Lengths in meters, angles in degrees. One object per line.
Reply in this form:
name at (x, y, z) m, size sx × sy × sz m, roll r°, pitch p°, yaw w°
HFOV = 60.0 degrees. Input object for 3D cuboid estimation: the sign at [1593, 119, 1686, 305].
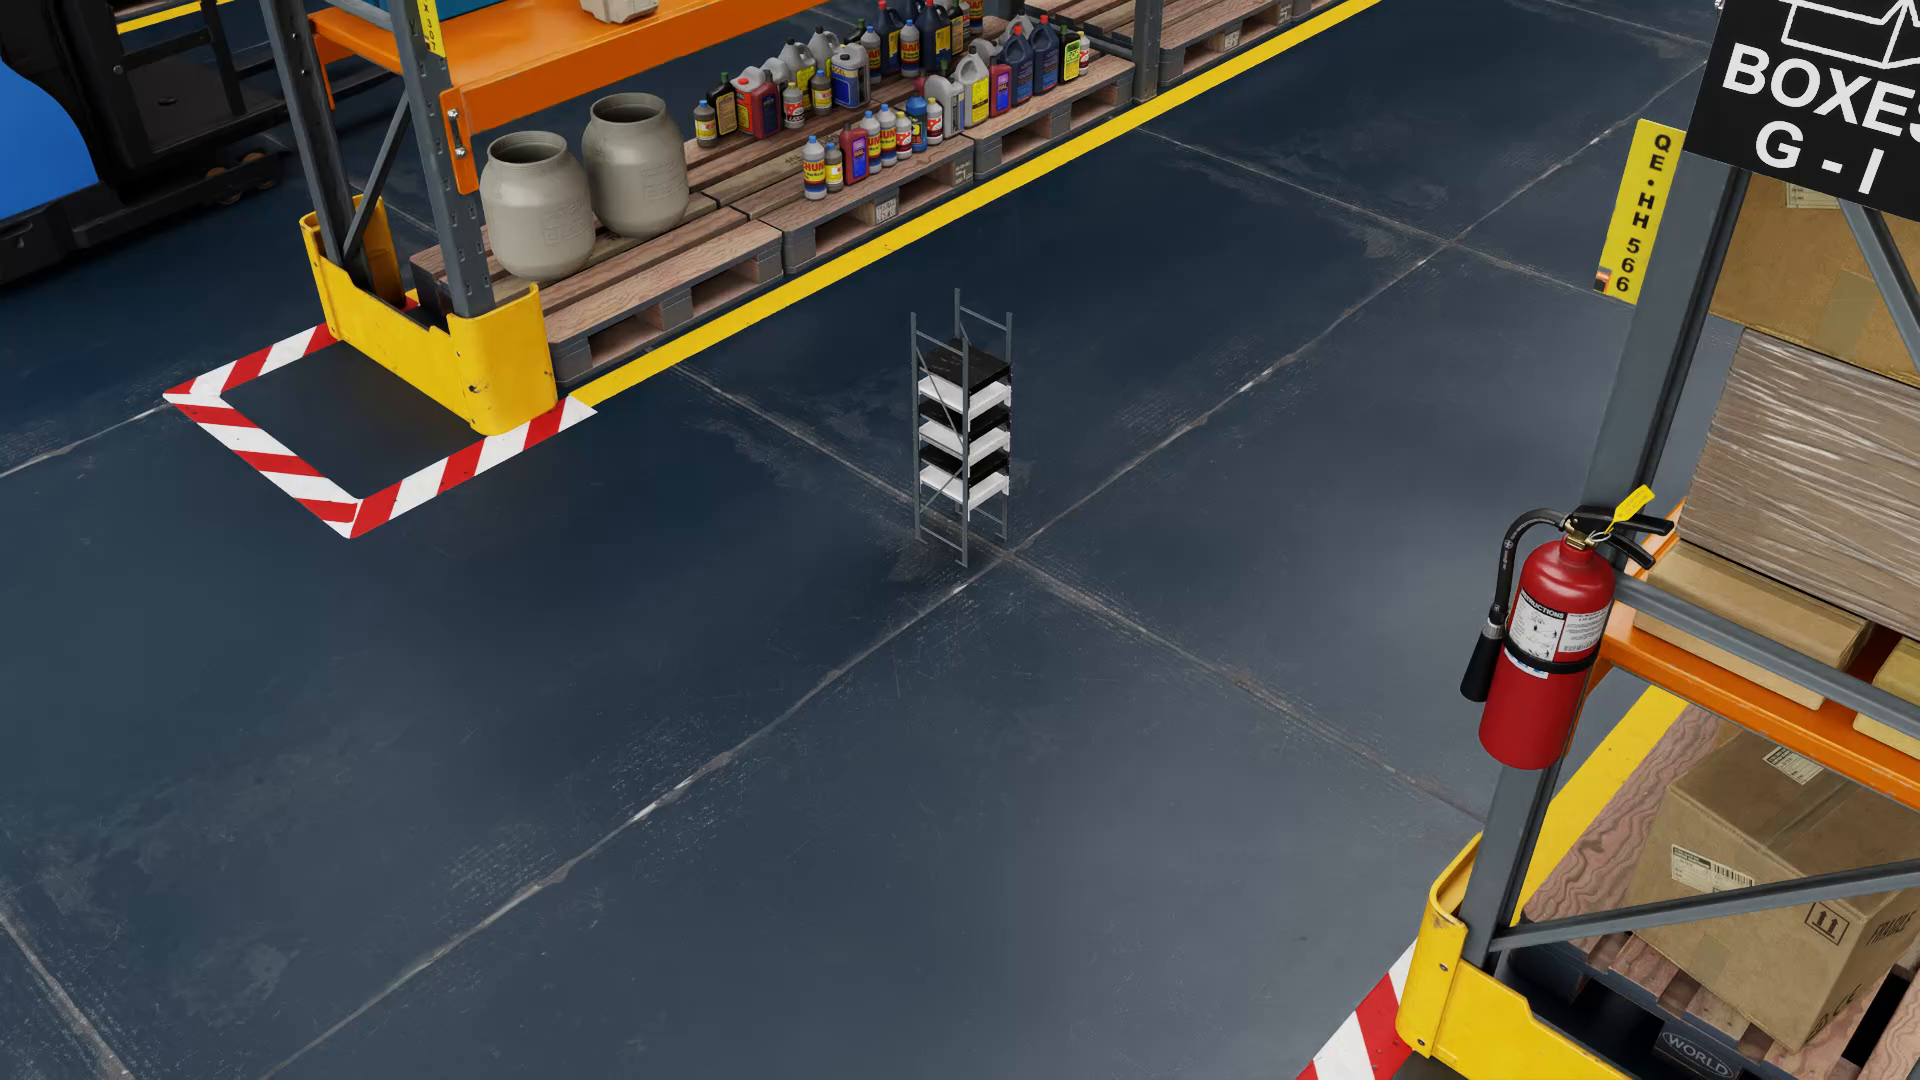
sign at (1.173, -0.557, 2.856) m, size 0.100 × 0.325 × 0.005 m, roll 30°, pitch 47°, yaw 32°

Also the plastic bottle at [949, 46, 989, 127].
plastic bottle at (0.043, -2.137, 7.802) m, size 0.144 × 0.351 × 0.185 m, roll 29°, pitch 47°, yaw 32°

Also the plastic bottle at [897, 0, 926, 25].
plastic bottle at (-0.239, -2.594, 8.377) m, size 0.144 × 0.351 × 0.185 m, roll 31°, pitch 48°, yaw 33°

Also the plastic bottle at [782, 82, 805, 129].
plastic bottle at (-0.783, -2.046, 7.808) m, size 0.097 × 0.201 × 0.097 m, roll 0°, pitch 38°, yaw 0°

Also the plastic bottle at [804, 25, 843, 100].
plastic bottle at (-0.653, -2.312, 8.022) m, size 0.144 × 0.351 × 0.185 m, roll 29°, pitch 47°, yaw 32°

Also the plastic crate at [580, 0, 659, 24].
plastic crate at (-1.246, -1.990, 6.055) m, size 0.298 × 0.136 × 0.250 m, roll 30°, pitch 47°, yaw 32°

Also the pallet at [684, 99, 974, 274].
pallet at (-0.695, -1.709, 7.730) m, size 1.003 × 0.211 × 1.213 m, roll 30°, pitch 47°, yaw 32°

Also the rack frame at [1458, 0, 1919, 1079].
rack frame at (1.569, 0.262, 3.010) m, size 1.000 × 3.000 × 0.127 m, roll 30°, pitch 47°, yaw 32°

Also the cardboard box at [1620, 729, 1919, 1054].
cardboard box at (2.003, 0.796, 4.009) m, size 0.500 × 0.500 × 0.500 m, roll -25°, pitch 45°, yaw -28°

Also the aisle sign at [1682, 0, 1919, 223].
aisle sign at (1.306, -0.853, 2.324) m, size 0.394 × 0.787 × 0.004 m, roll 30°, pitch 47°, yaw 32°

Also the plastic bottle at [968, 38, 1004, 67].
plastic bottle at (0.134, -2.307, 8.076) m, size 0.152 × 0.276 × 0.135 m, roll 30°, pitch 47°, yaw 32°

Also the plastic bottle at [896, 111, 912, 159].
plastic bottle at (-0.268, -1.845, 7.555) m, size 0.097 × 0.201 × 0.097 m, roll 0°, pitch 38°, yaw 0°

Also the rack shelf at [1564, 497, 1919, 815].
rack shelf at (2.918, -0.375, 4.389) m, size 1.077 × 0.370 × 4.000 m, roll 30°, pitch 47°, yaw 32°

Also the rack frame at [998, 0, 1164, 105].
rack frame at (0.612, -3.655, 7.936) m, size 1.000 × 3.000 × 0.127 m, roll 30°, pitch 47°, yaw 32°

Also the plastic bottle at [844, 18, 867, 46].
plastic bottle at (-0.509, -2.422, 8.215) m, size 0.133 × 0.283 × 0.061 m, roll -32°, pitch 48°, yaw -34°

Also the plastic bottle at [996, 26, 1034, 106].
plastic bottle at (0.260, -2.285, 7.989) m, size 0.144 × 0.351 × 0.185 m, roll 27°, pitch 46°, yaw 30°

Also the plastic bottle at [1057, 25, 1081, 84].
plastic bottle at (0.531, -2.405, 8.193) m, size 0.133 × 0.283 × 0.061 m, roll -32°, pitch 48°, yaw -33°

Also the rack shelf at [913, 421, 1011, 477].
rack shelf at (0.005, -0.330, 5.495) m, size 0.258 × 0.077 × 0.200 m, roll 30°, pitch 47°, yaw 32°

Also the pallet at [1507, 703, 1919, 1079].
pallet at (2.194, 0.960, 4.373) m, size 1.003 × 0.211 × 1.213 m, roll 30°, pitch 47°, yaw 32°

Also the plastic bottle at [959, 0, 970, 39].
plastic bottle at (0.005, -2.723, 8.659) m, size 0.097 × 0.201 × 0.097 m, roll 0°, pitch 38°, yaw 0°

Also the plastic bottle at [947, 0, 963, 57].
plastic bottle at (-0.046, -2.597, 8.435) m, size 0.061 × 0.283 × 0.133 m, roll 30°, pitch 47°, yaw 32°

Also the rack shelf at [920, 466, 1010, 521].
rack shelf at (0.005, -0.189, 5.607) m, size 0.258 × 0.077 × 0.200 m, roll 30°, pitch 47°, yaw 32°

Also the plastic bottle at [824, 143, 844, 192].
plastic bottle at (-0.564, -1.644, 7.302) m, size 0.097 × 0.201 × 0.097 m, roll 0°, pitch 38°, yaw 0°

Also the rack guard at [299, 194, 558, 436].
rack guard at (-2.070, -0.894, 6.472) m, size 1.175 × 0.500 × 0.348 m, roll 30°, pitch 47°, yaw 32°

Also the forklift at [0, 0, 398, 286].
forklift at (-3.855, -2.871, 7.006) m, size 1.130 × 2.935 × 3.031 m, roll 26°, pitch 45°, yaw 28°

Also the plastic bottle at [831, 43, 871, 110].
plastic bottle at (-0.527, -2.232, 7.982) m, size 0.152 × 0.276 × 0.135 m, roll 30°, pitch 47°, yaw 32°

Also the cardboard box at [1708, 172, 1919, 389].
cardboard box at (1.758, -0.641, 3.023) m, size 0.500 × 0.500 × 0.500 m, roll 30°, pitch 47°, yaw 32°

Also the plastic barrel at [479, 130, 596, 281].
plastic barrel at (-1.699, -1.342, 6.690) m, size 0.421 × 0.512 × 0.421 m, roll 0°, pitch 38°, yaw 0°

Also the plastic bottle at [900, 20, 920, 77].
plastic bottle at (-0.248, -2.445, 8.254) m, size 0.097 × 0.271 × 0.097 m, roll 0°, pitch 38°, yaw 0°

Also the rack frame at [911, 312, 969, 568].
rack frame at (-0.063, -0.309, 5.416) m, size 0.240 × 0.900 × 0.006 m, roll 30°, pitch 47°, yaw 32°

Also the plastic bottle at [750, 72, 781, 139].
plastic bottle at (-0.902, -2.014, 7.702) m, size 0.061 × 0.283 × 0.133 m, roll 30°, pitch 47°, yaw 32°

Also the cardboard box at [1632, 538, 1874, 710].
cardboard box at (1.609, 0.143, 3.362) m, size 0.380 × 0.149 × 0.250 m, roll 30°, pitch 47°, yaw 32°

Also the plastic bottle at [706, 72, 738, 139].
plastic bottle at (-1.106, -2.016, 7.704) m, size 0.061 × 0.283 × 0.133 m, roll 31°, pitch 48°, yaw 33°

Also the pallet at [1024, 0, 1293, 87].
pallet at (1.113, -2.941, 9.279) m, size 1.003 × 0.211 × 1.213 m, roll 30°, pitch 47°, yaw 32°

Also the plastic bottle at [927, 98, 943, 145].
plastic bottle at (-0.130, -1.940, 7.674) m, size 0.097 × 0.201 × 0.097 m, roll 0°, pitch 38°, yaw 0°

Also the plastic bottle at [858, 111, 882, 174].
plastic bottle at (-0.403, -1.781, 7.419) m, size 0.097 × 0.271 × 0.097 m, roll 0°, pitch 38°, yaw 0°

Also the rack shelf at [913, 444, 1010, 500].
rack shelf at (0.005, -0.259, 5.551) m, size 0.258 × 0.077 × 0.200 m, roll 30°, pitch 47°, yaw 32°

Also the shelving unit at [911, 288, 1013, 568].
shelving unit at (0.005, -0.356, 5.475) m, size 0.258 × 0.900 × 0.210 m, roll 30°, pitch 47°, yaw 32°

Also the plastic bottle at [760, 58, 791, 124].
plastic bottle at (-0.888, -2.119, 7.840) m, size 0.152 × 0.276 × 0.135 m, roll 28°, pitch 46°, yaw 31°

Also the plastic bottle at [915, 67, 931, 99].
plastic bottle at (-0.149, -2.082, 7.787) m, size 0.061 × 0.283 × 0.133 m, roll 30°, pitch 47°, yaw 32°
